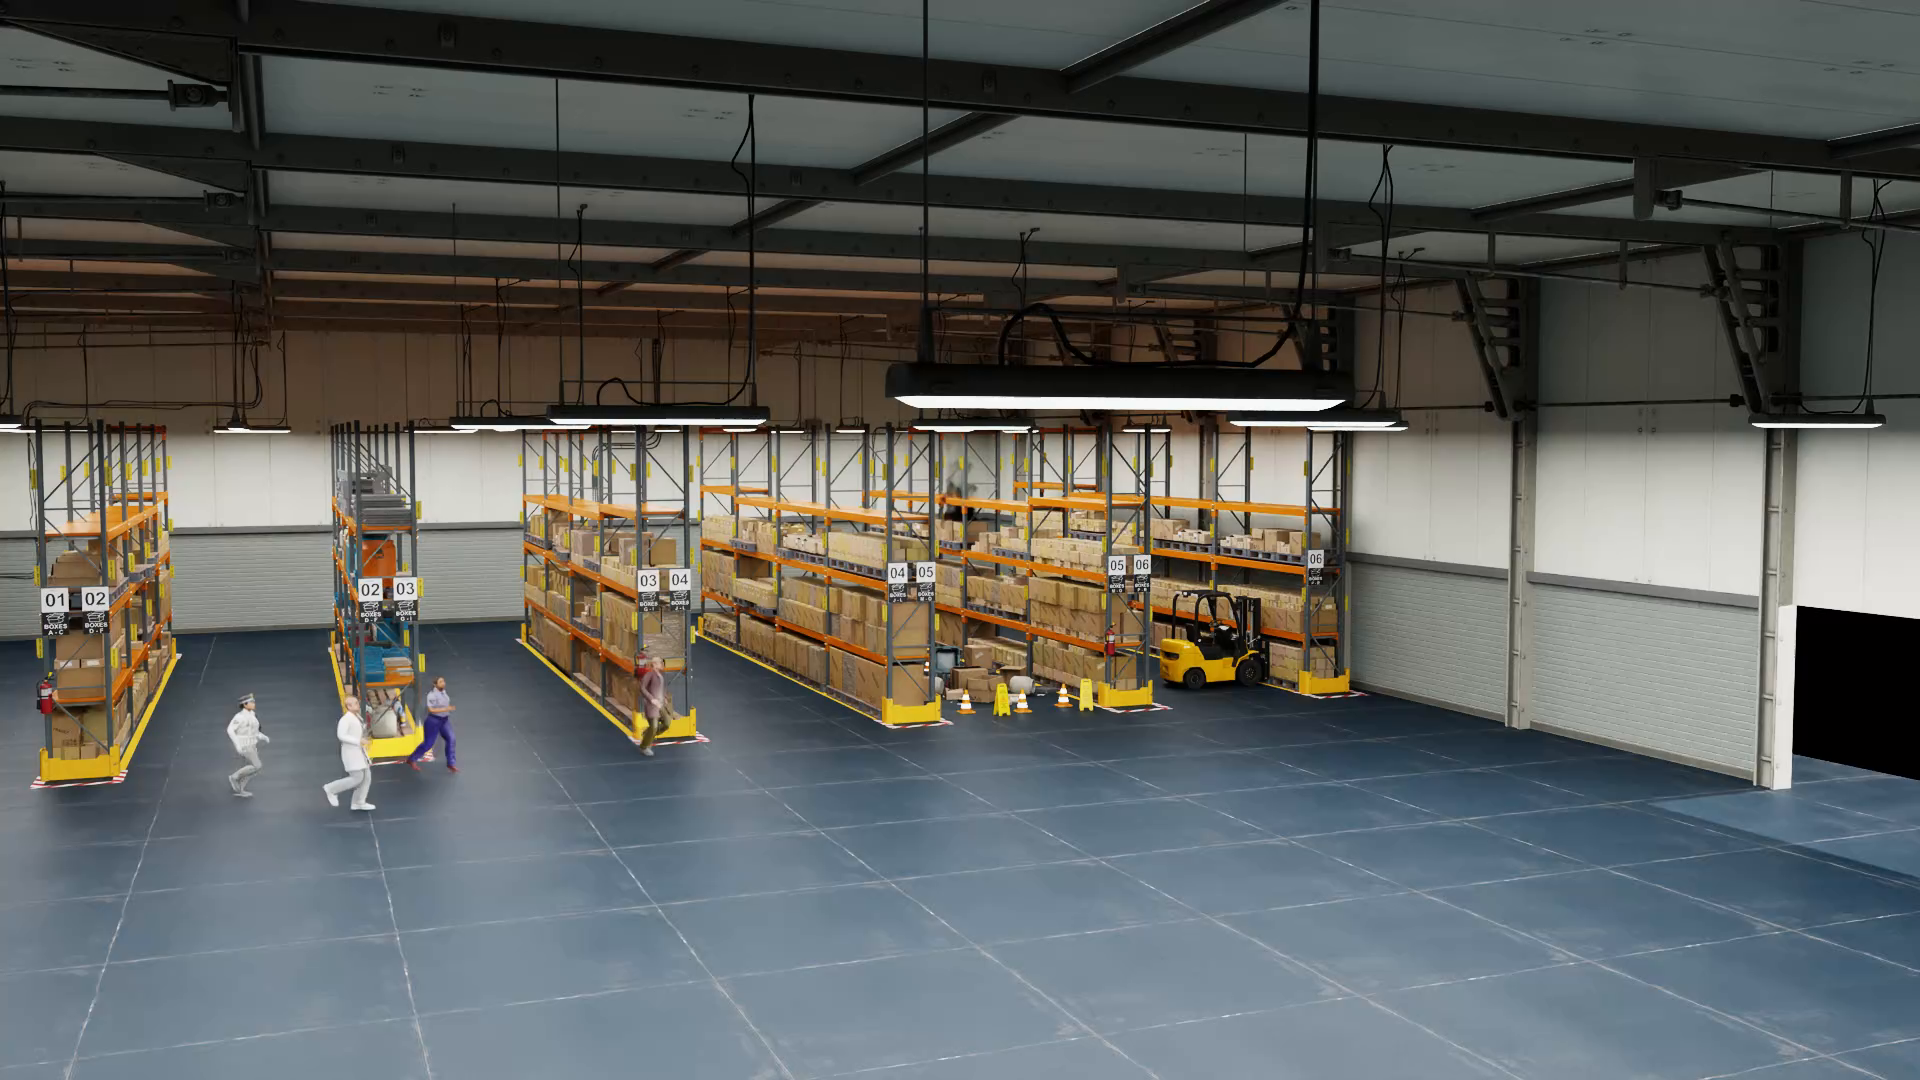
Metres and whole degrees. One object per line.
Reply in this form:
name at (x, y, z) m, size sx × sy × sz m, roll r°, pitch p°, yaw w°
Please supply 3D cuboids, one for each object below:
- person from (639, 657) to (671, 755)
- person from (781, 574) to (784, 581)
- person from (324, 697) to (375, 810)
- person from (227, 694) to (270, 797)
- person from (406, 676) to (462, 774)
person at (-5.500, 3.093, 30.113) m, size 0.562 × 1.526 × 0.772 m, roll 2°, pitch 4°, yaw 26°
person at (-5.169, 1.867, 48.113) m, size 0.632 × 1.802 × 0.783 m, roll -2°, pitch 4°, yaw -34°
person at (-9.314, 3.260, 25.406) m, size 0.754 × 1.739 × 0.713 m, roll 0°, pitch 4°, yaw -1°
person at (-11.279, 3.253, 26.385) m, size 0.576 × 1.643 × 0.600 m, roll 0°, pitch 4°, yaw 2°
person at (-8.922, 3.141, 28.241) m, size 0.909 × 1.687 × 0.612 m, roll 1°, pitch 4°, yaw 16°
